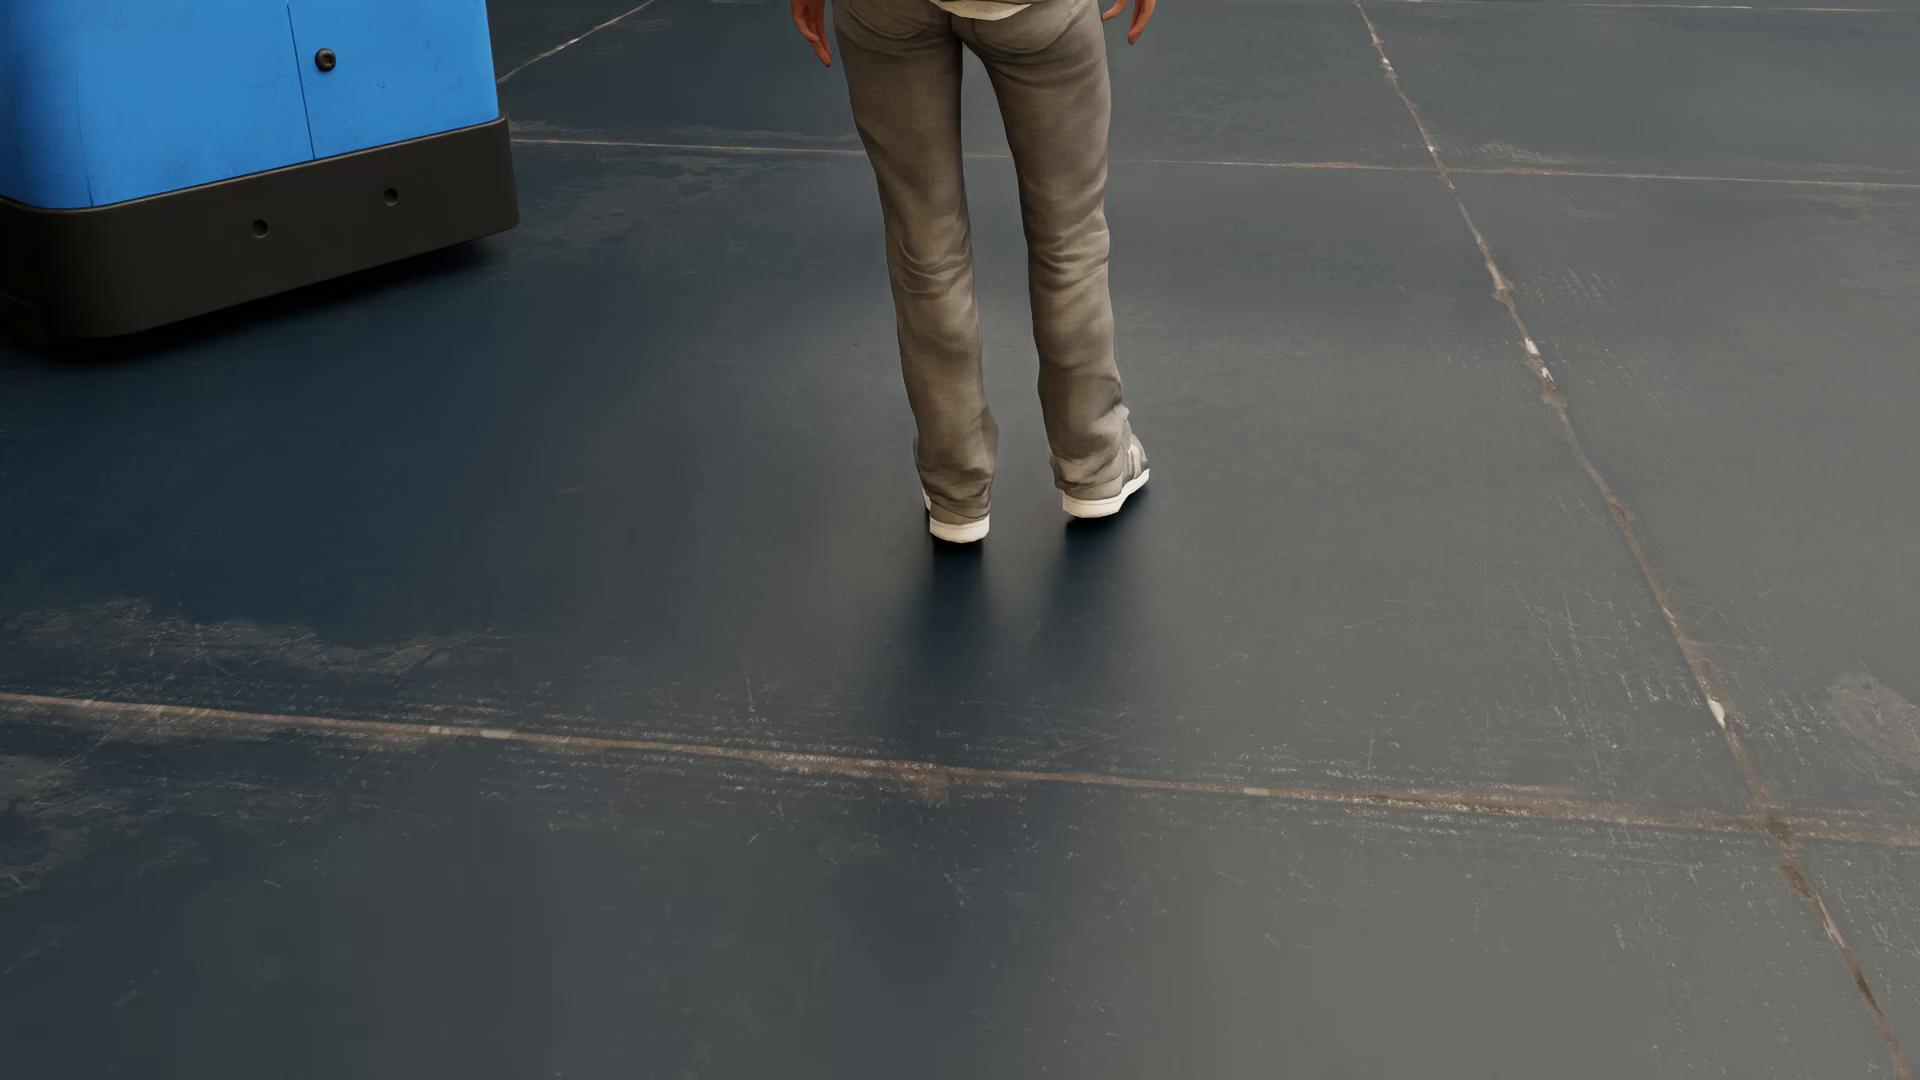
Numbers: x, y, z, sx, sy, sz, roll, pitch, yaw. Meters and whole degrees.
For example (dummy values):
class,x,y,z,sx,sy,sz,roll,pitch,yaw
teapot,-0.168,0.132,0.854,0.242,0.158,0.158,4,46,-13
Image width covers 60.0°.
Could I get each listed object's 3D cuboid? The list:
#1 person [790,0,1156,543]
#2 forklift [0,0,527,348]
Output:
class,x,y,z,sx,sy,sz,roll,pitch,yaw
person,0.024,-0.751,2.205,0.521,1.592,0.475,3,27,7
forklift,-2.461,-2.192,3.610,3.031,2.935,1.130,19,32,33
